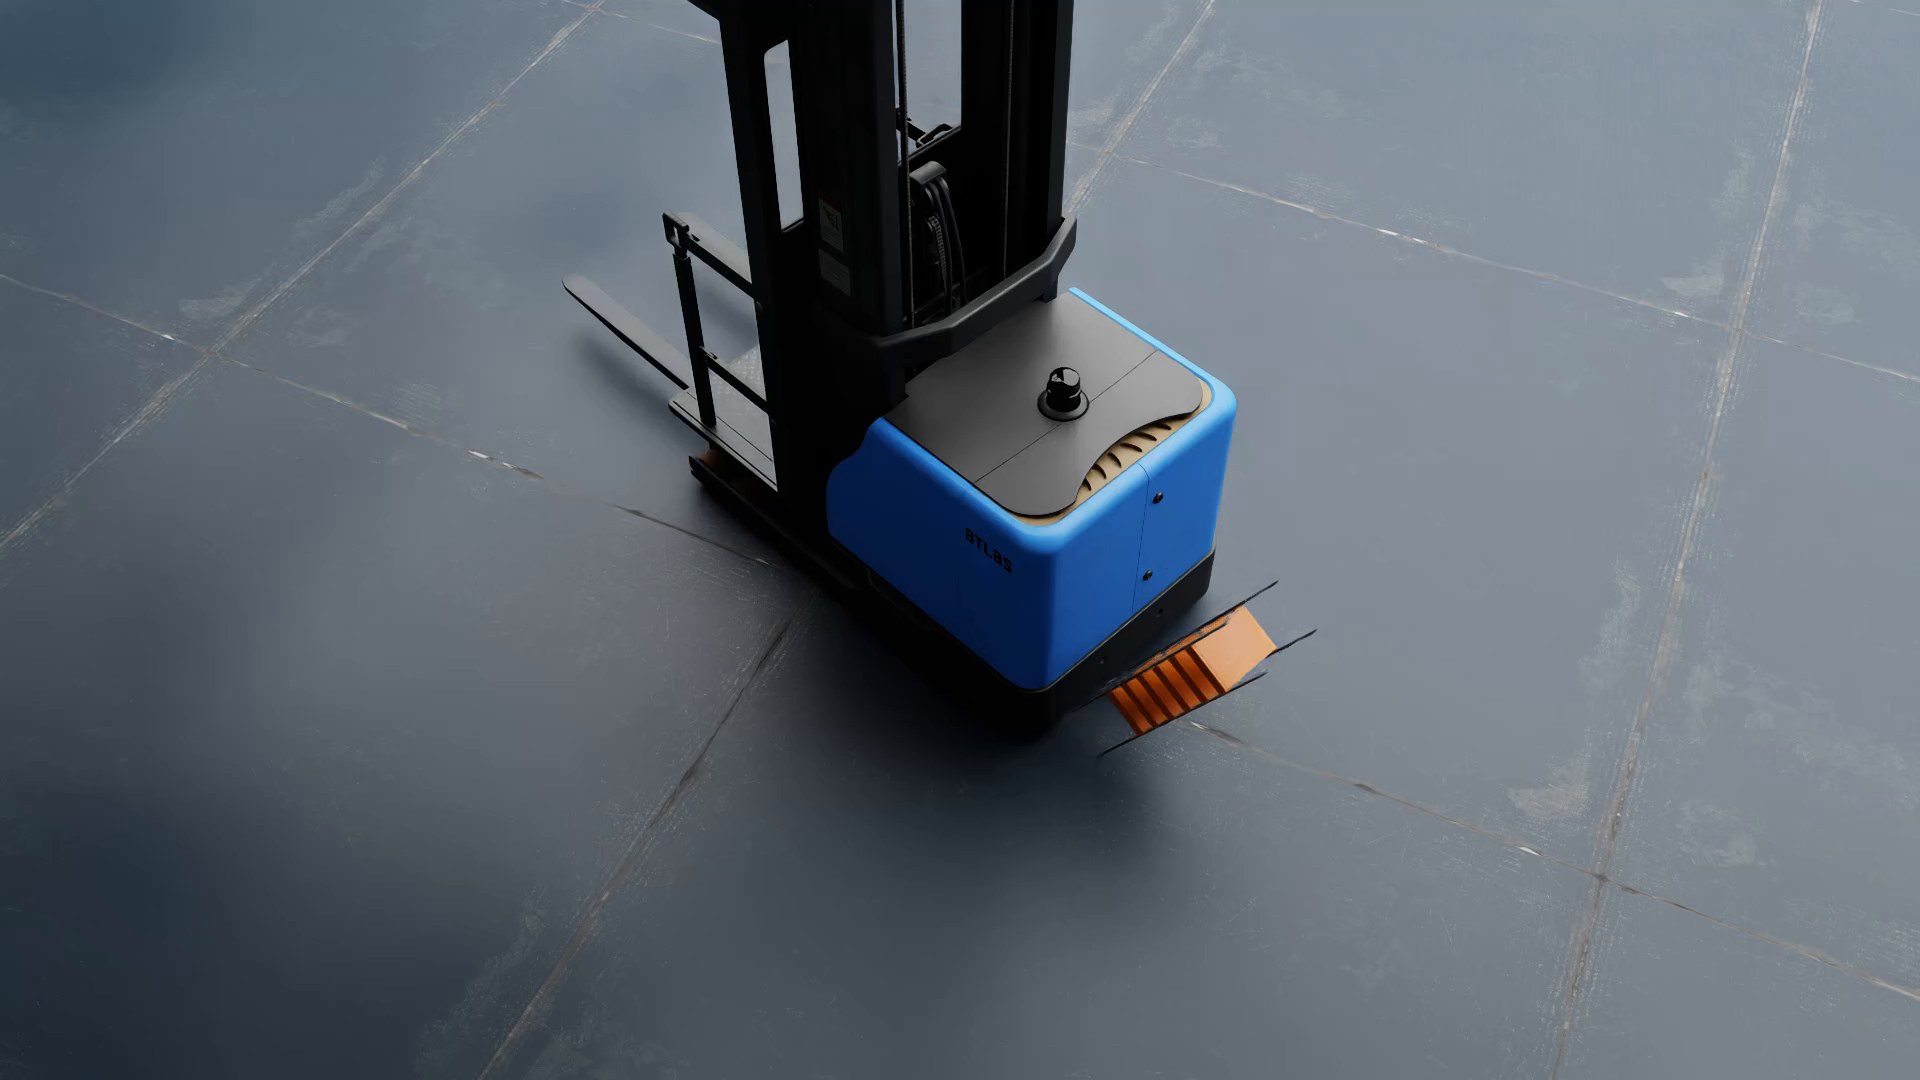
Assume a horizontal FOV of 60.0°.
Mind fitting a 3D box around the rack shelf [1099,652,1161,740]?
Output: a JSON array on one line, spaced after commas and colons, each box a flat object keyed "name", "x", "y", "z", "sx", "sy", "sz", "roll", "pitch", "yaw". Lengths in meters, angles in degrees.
[{"name": "rack shelf", "x": 0.636, "y": 0.530, "z": 5.689, "sx": 0.258, "sy": 0.103, "sz": 0.180, "roll": -36, "pitch": 86, "yaw": -26}]

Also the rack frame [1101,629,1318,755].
[{"name": "rack frame", "x": 0.783, "y": 0.514, "z": 5.429, "sx": 0.240, "sy": 1.200, "sz": 0.006, "roll": -36, "pitch": 86, "yaw": -26}]

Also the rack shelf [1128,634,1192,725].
[{"name": "rack shelf", "x": 0.714, "y": 0.455, "z": 5.474, "sx": 0.258, "sy": 0.103, "sz": 0.180, "roll": -36, "pitch": 86, "yaw": -26}]

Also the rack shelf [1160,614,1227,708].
[{"name": "rack shelf", "x": 0.791, "y": 0.380, "z": 5.259, "sx": 0.258, "sy": 0.103, "sz": 0.180, "roll": -36, "pitch": 86, "yaw": -26}]

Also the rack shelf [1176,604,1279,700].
[{"name": "rack shelf", "x": 0.829, "y": 0.343, "z": 5.152, "sx": 0.258, "sy": 0.103, "sz": 0.180, "roll": -36, "pitch": 86, "yaw": -26}]

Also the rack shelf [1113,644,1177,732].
[{"name": "rack shelf", "x": 0.675, "y": 0.492, "z": 5.581, "sx": 0.258, "sy": 0.103, "sz": 0.180, "roll": -36, "pitch": 86, "yaw": -26}]

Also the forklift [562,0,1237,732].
[{"name": "forklift", "x": -0.440, "y": -1.293, "z": 5.741, "sx": 1.130, "sy": 2.935, "sz": 3.031, "roll": -37, "pitch": 59, "yaw": -27}]

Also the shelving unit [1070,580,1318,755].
[{"name": "shelving unit", "x": 0.728, "y": 0.441, "z": 5.434, "sx": 0.258, "sy": 1.200, "sz": 0.189, "roll": -36, "pitch": 86, "yaw": -26}]

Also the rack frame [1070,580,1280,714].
[{"name": "rack frame", "x": 0.673, "y": 0.369, "z": 5.440, "sx": 0.240, "sy": 1.200, "sz": 0.006, "roll": -36, "pitch": 86, "yaw": -26}]

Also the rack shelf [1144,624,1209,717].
[{"name": "rack shelf", "x": 0.752, "y": 0.418, "z": 5.367, "sx": 0.258, "sy": 0.103, "sz": 0.180, "roll": -36, "pitch": 86, "yaw": -26}]
